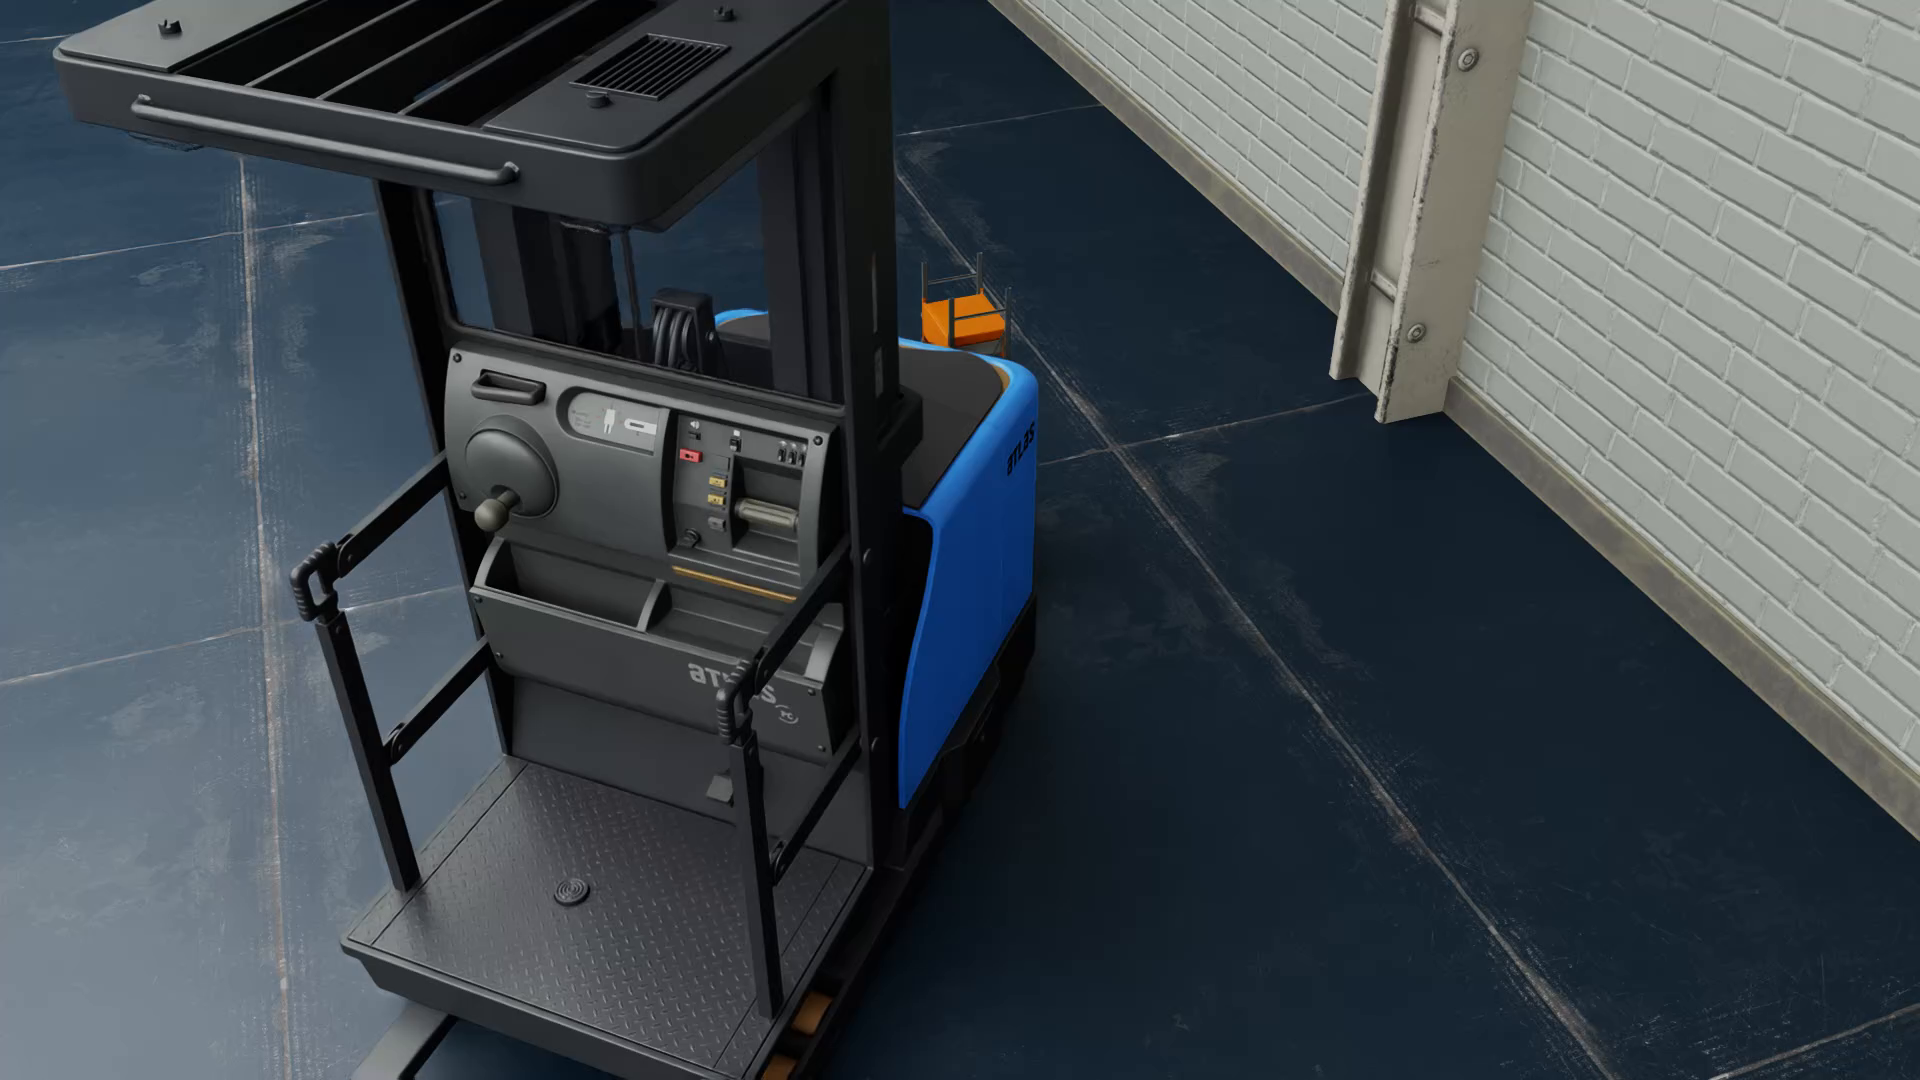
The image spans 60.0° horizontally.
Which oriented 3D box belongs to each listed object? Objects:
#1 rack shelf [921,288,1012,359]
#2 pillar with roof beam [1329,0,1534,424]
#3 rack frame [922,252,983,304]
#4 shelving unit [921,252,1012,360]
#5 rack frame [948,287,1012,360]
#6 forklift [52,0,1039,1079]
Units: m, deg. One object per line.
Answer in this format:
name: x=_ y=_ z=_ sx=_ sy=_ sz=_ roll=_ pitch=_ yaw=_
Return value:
rack shelf: x=0.018 y=-0.607 z=5.230 sx=0.215 sy=0.259 sz=0.240 roll=-12 pitch=39 yaw=-16
pillar with roof beam: x=-2.360 y=-3.289 z=2.637 sx=9.100 sy=9.000 sz=0.400 roll=-12 pitch=39 yaw=-16
rack frame: x=-0.024 y=-0.458 z=5.485 sx=0.200 sy=1.050 sz=0.008 roll=-12 pitch=39 yaw=-16
shelving unit: x=0.018 y=-0.389 z=5.394 sx=0.215 sy=1.050 sz=0.252 roll=-12 pitch=39 yaw=-16
rack frame: x=0.060 y=-0.320 z=5.302 sx=0.200 sy=1.050 sz=0.008 roll=-12 pitch=39 yaw=-16
forklift: x=-0.786 y=-0.086 z=3.428 sx=1.130 sy=2.935 sz=3.031 roll=14 pitch=39 yaw=17
